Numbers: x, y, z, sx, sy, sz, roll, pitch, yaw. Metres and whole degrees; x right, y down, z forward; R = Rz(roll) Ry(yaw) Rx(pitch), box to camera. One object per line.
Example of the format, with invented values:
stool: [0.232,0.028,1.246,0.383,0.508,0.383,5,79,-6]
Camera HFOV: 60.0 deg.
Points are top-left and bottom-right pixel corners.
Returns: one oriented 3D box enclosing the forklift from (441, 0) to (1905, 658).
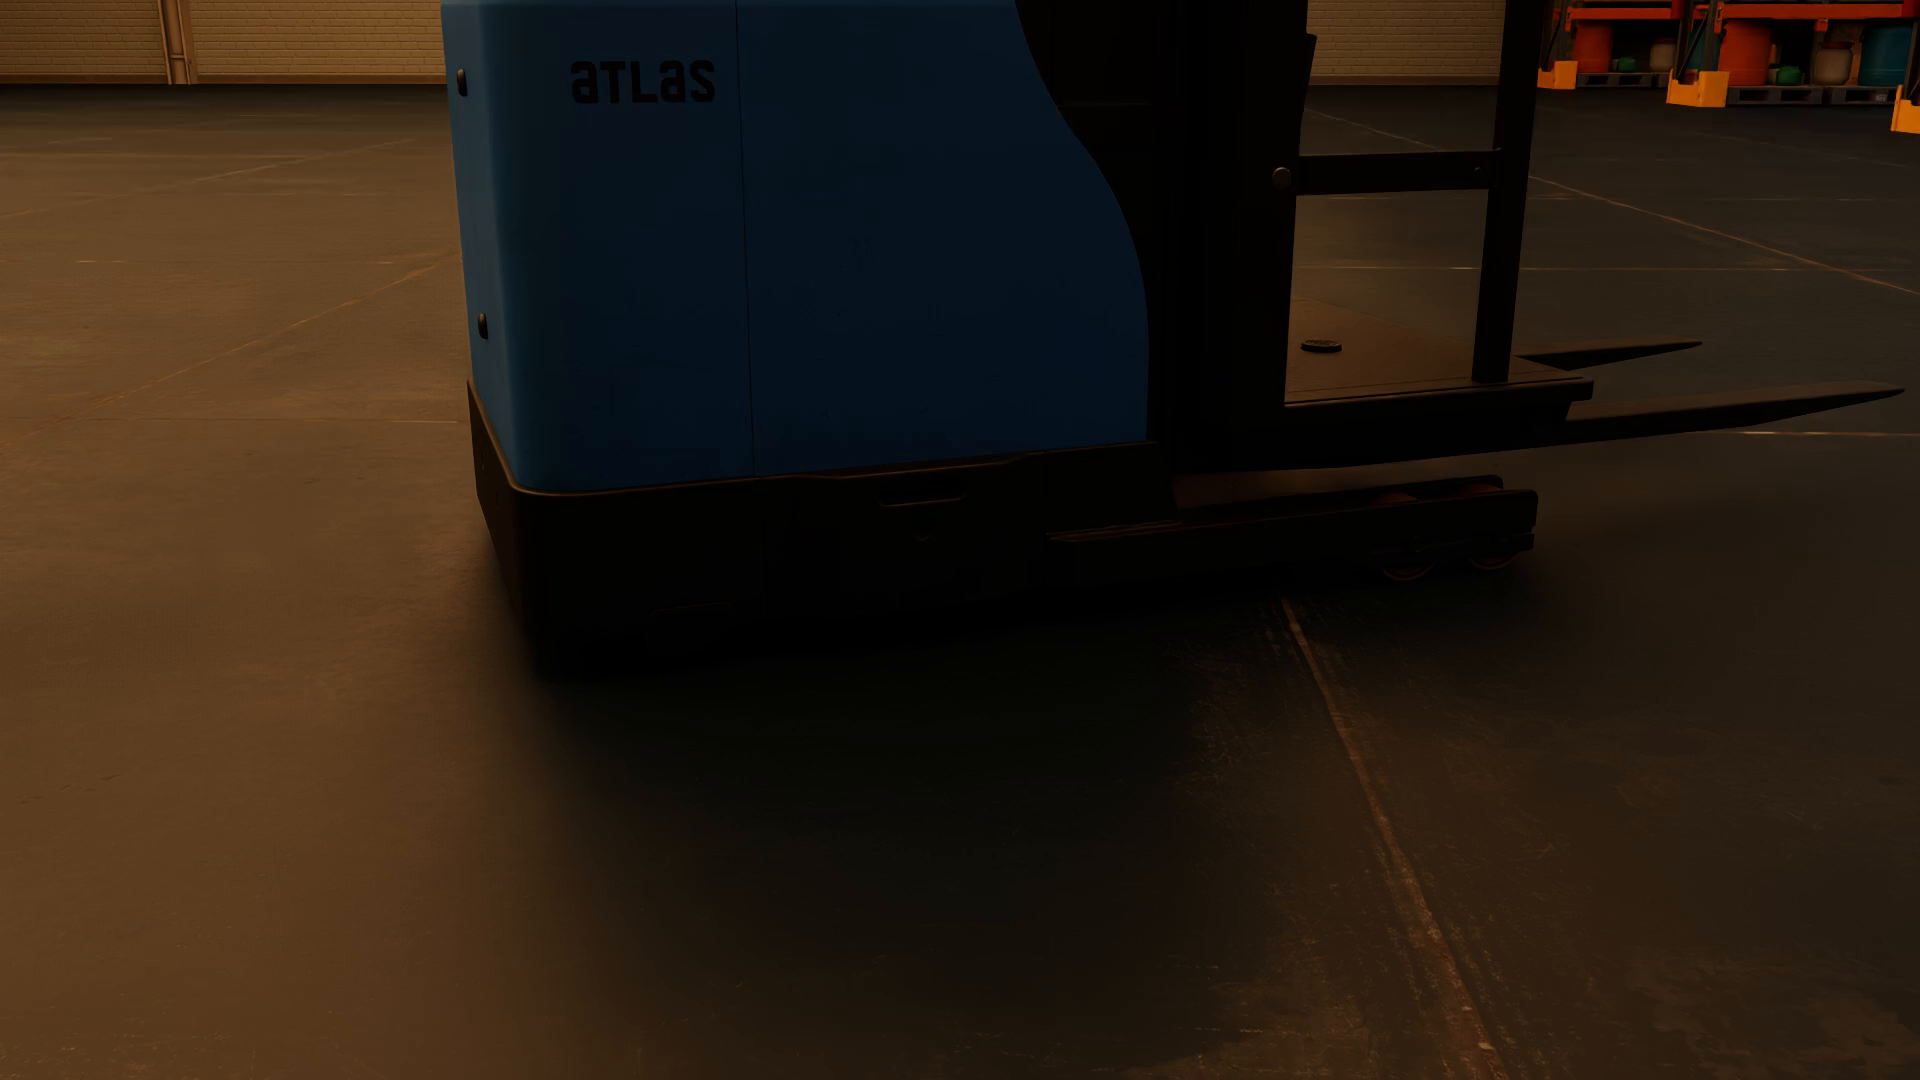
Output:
forklift: [0.571,-1.462,3.137,3.031,2.935,1.130,-6,18,-19]
